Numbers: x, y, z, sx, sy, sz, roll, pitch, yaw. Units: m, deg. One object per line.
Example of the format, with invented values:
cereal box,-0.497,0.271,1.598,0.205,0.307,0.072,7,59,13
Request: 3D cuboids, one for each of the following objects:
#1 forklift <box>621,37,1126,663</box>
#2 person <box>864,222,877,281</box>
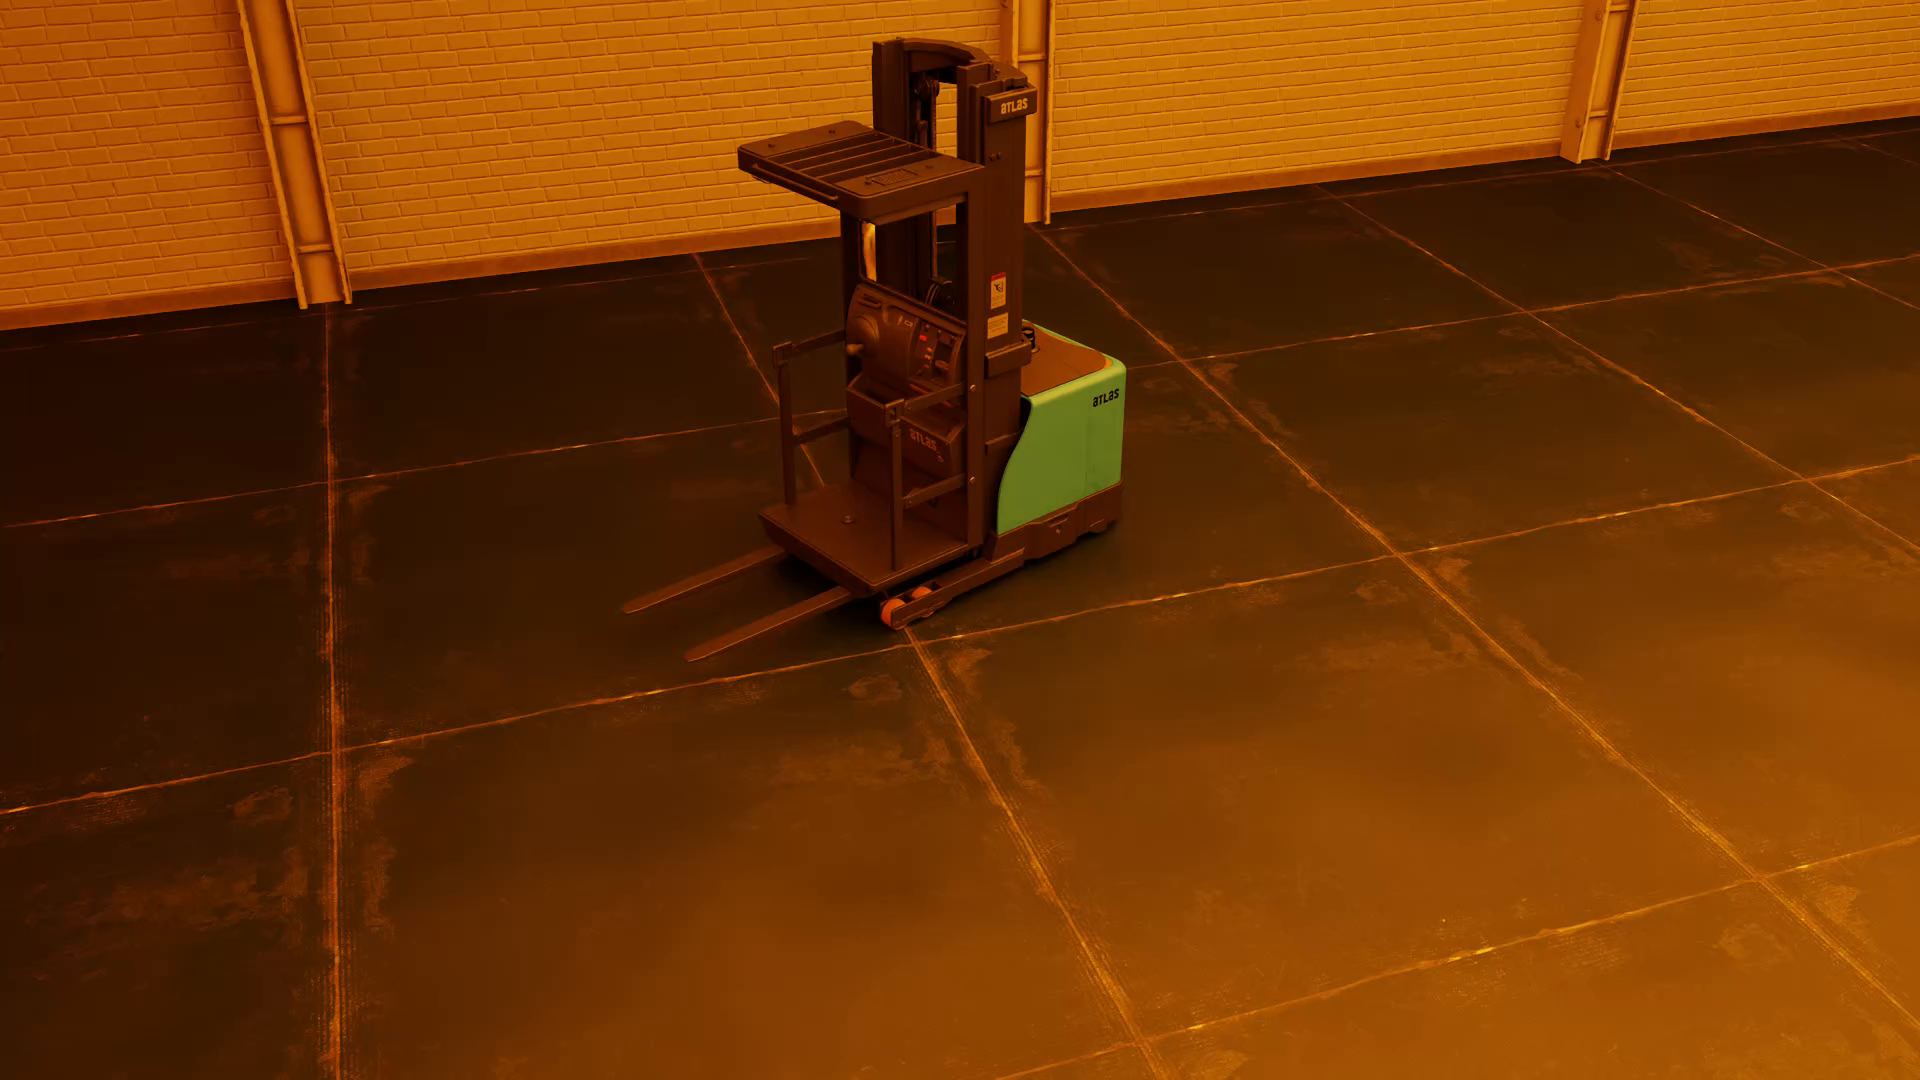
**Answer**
forklift,-0.461,-1.072,8.951,3.031,2.935,1.130,-23,37,-34
person,-0.335,-1.542,10.908,0.564,1.786,0.659,-4,30,-7
